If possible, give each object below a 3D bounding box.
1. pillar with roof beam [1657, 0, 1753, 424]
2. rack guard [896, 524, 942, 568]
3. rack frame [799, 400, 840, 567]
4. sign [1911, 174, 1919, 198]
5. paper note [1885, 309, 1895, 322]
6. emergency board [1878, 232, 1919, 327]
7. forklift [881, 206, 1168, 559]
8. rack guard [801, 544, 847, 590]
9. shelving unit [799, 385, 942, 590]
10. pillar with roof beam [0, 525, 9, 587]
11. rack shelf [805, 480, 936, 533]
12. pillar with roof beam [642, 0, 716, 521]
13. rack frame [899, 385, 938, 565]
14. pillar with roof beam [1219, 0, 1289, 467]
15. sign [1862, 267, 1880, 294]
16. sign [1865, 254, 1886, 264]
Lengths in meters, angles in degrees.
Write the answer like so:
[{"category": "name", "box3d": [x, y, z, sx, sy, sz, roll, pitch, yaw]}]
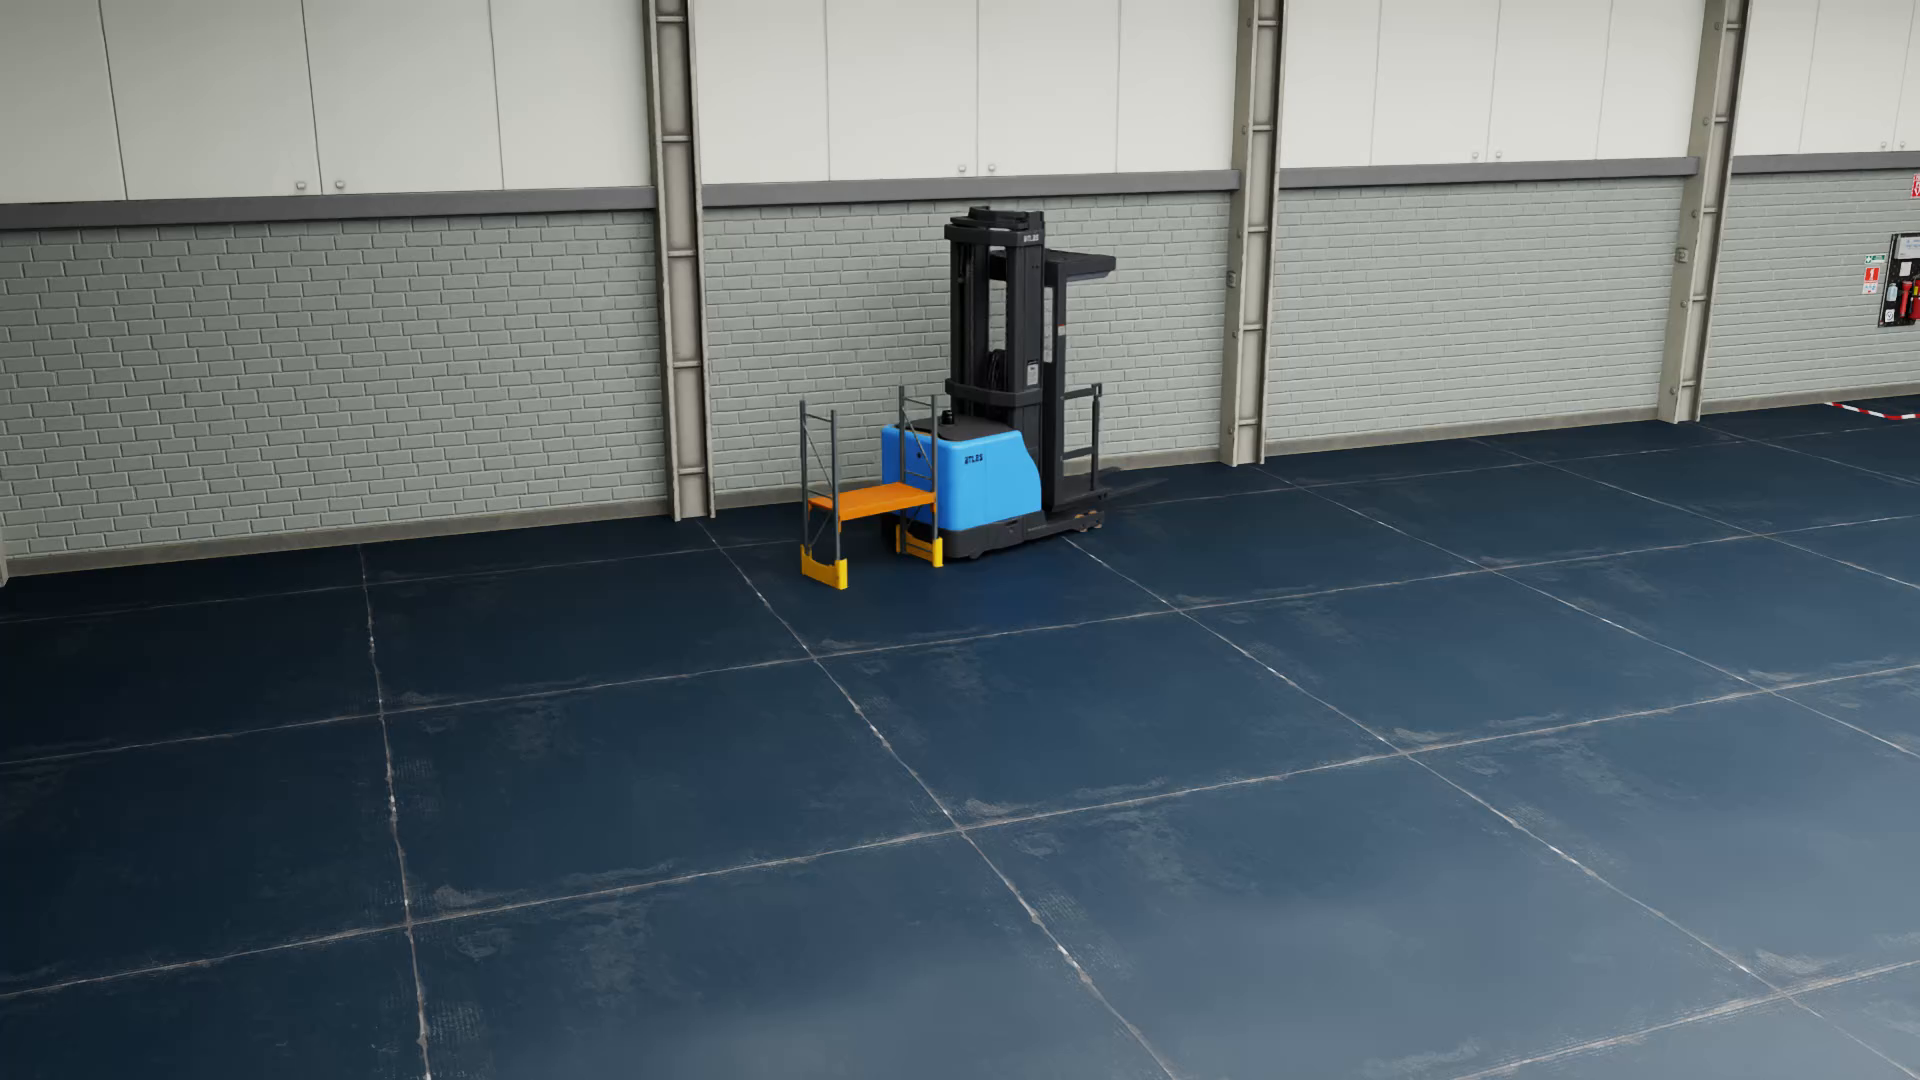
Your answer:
[{"category": "pillar with roof beam", "box3d": [10.181, -4.633, 14.904, 0.400, 9.000, 9.100, -6, 17, -20]}, {"category": "rack guard", "box3d": [-0.359, 0.047, 14.493, 0.087, 0.250, 0.587, -13, 21, -37]}, {"category": "rack frame", "box3d": [-1.155, -0.374, 13.712, 0.032, 1.500, 0.500, -13, 21, -37]}, {"category": "sign", "box3d": [11.879, -4.391, 20.612, 0.199, 0.298, 0.001, -6, 17, -20]}, {"category": "paper note", "box3d": [11.732, -2.831, 20.977, 0.142, 0.148, 0.016, -6, 17, -20]}, {"category": "emergency board", "box3d": [11.922, -3.253, 20.852, 0.643, 1.169, 0.194, -6, 17, -20]}, {"category": "forklift", "box3d": [0.710, -1.569, 15.239, 3.031, 2.935, 1.130, -15, 22, -41]}, {"category": "rack guard", "box3d": [-1.140, 0.222, 13.899, 0.087, 0.250, 0.587, -13, 21, -37]}, {"category": "shelving unit", "box3d": [-0.749, -0.465, 14.020, 1.083, 1.500, 0.587, -13, 21, -37]}, {"category": "pillar with roof beam", "box3d": [-6.627, -2.818, 8.724, 0.400, 9.000, 9.100, -6, 17, -20]}, {"category": "rack shelf", "box3d": [-0.756, -0.291, 14.065, 1.000, 0.185, 0.538, -13, 21, -37]}, {"category": "pillar with roof beam", "box3d": [-1.024, -3.423, 10.784, 0.400, 9.000, 9.100, -6, 17, -20]}, {"category": "rack frame", "box3d": [-0.358, -0.552, 14.318, 0.032, 1.500, 0.500, -13, 21, -37]}, {"category": "pillar with roof beam", "box3d": [4.578, -4.028, 12.844, 0.400, 9.000, 9.100, -6, 17, -20]}, {"category": "sign", "box3d": [11.369, -3.241, 20.749, 0.234, 0.329, 0.001, -6, 17, -20]}, {"category": "sign", "box3d": [11.376, -3.494, 20.668, 0.331, 0.109, 0.001, -6, 17, -20]}]
